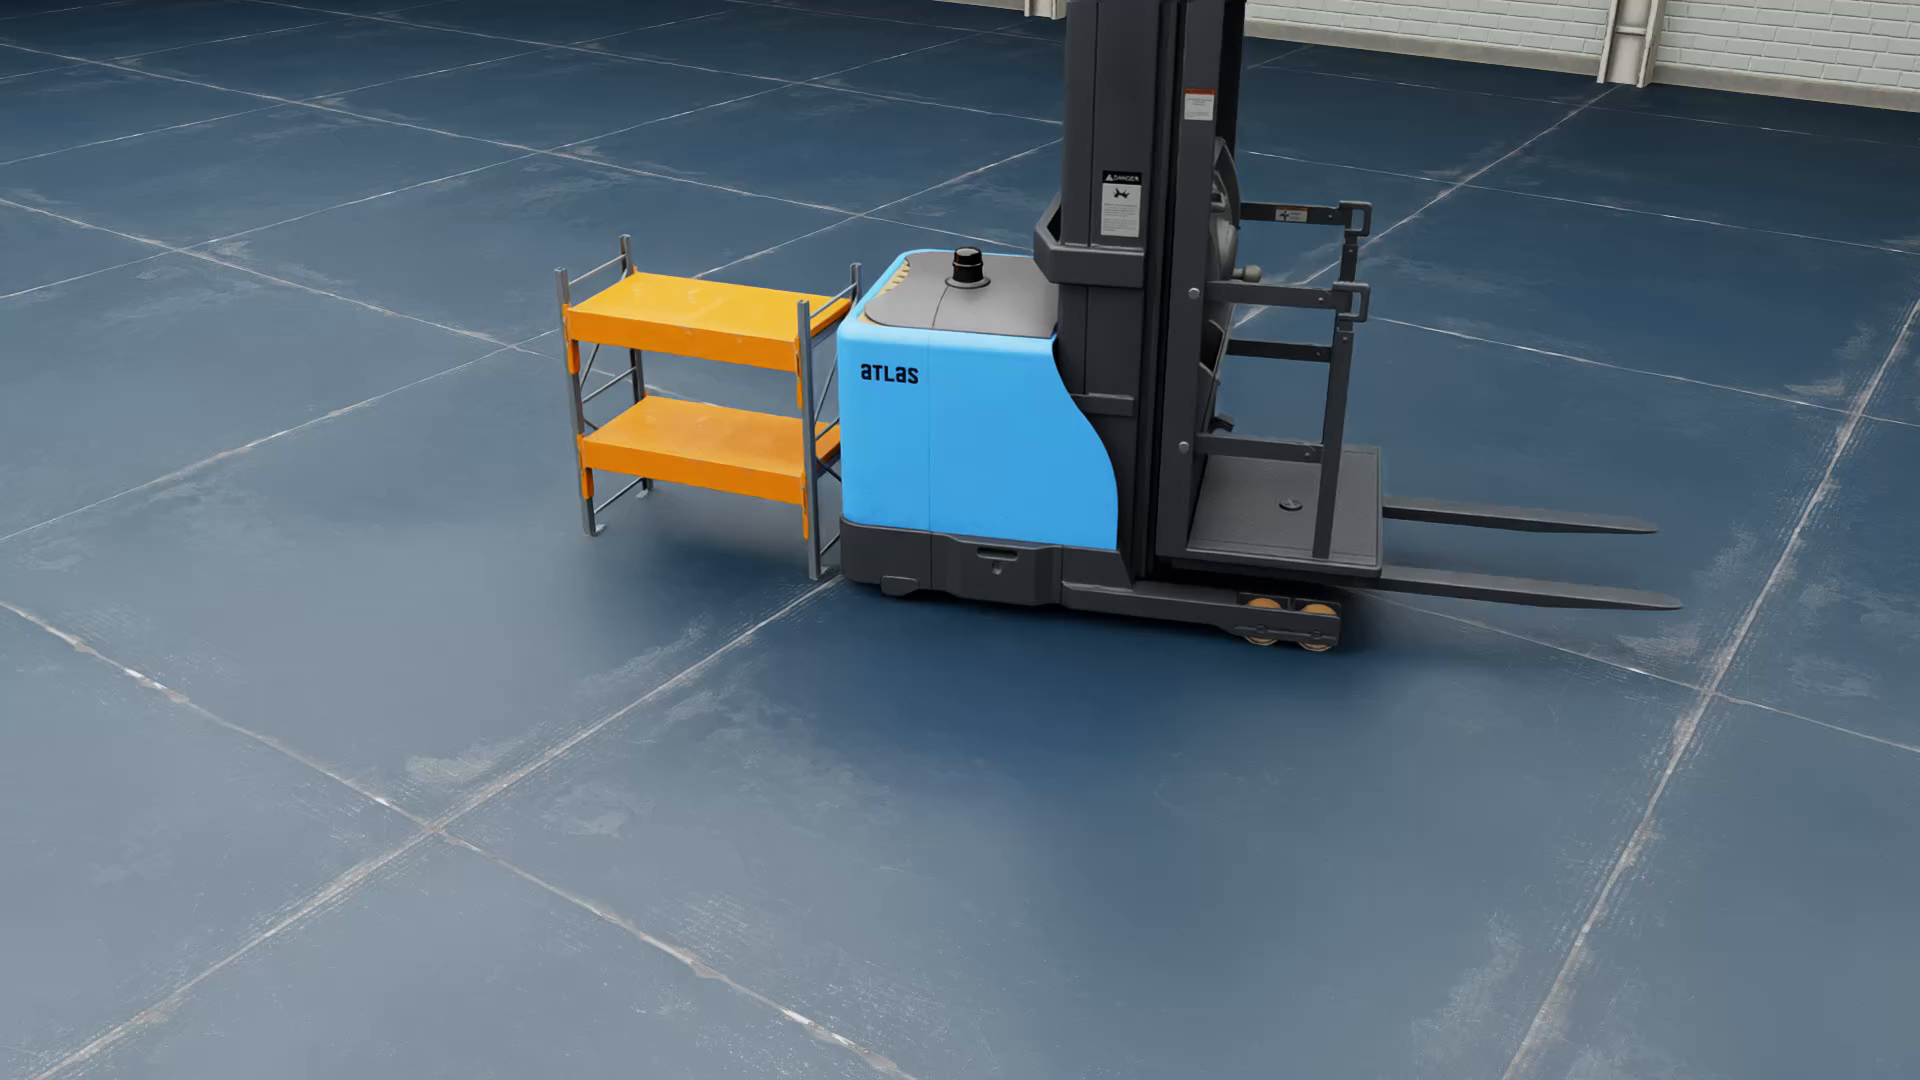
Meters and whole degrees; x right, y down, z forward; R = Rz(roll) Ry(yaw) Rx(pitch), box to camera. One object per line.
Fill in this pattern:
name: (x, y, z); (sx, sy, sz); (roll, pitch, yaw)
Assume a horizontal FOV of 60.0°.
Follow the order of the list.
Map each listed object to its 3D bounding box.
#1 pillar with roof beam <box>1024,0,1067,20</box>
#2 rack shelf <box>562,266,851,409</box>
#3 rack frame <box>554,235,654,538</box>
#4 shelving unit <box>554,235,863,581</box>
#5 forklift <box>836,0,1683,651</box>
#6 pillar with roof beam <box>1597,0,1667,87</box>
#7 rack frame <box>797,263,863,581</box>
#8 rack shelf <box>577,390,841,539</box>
pillar with roof beam: (-1.504, -7.996, 12.541); (0.400, 9.000, 9.100); (17, 32, 30)
rack shelf: (-0.953, -0.795, 6.427); (1.000, 0.278, 0.538); (10, 29, 19)
rack frame: (-1.427, -0.618, 6.724); (0.032, 1.125, 0.500); (10, 29, 19)
shelving unit: (-0.953, -0.534, 6.560); (1.048, 1.125, 0.538); (10, 29, 19)
forklift: (1.117, -1.172, 5.821); (3.031, 2.935, 1.130); (6, 28, 11)
pillar with roof beam: (3.442, -6.456, 9.513); (0.400, 9.000, 9.100); (17, 32, 30)
rack frame: (-0.479, -0.451, 6.396); (0.032, 1.125, 0.500); (10, 29, 19)
rack shelf: (-0.953, -0.316, 6.671); (1.000, 0.278, 0.538); (10, 29, 19)
